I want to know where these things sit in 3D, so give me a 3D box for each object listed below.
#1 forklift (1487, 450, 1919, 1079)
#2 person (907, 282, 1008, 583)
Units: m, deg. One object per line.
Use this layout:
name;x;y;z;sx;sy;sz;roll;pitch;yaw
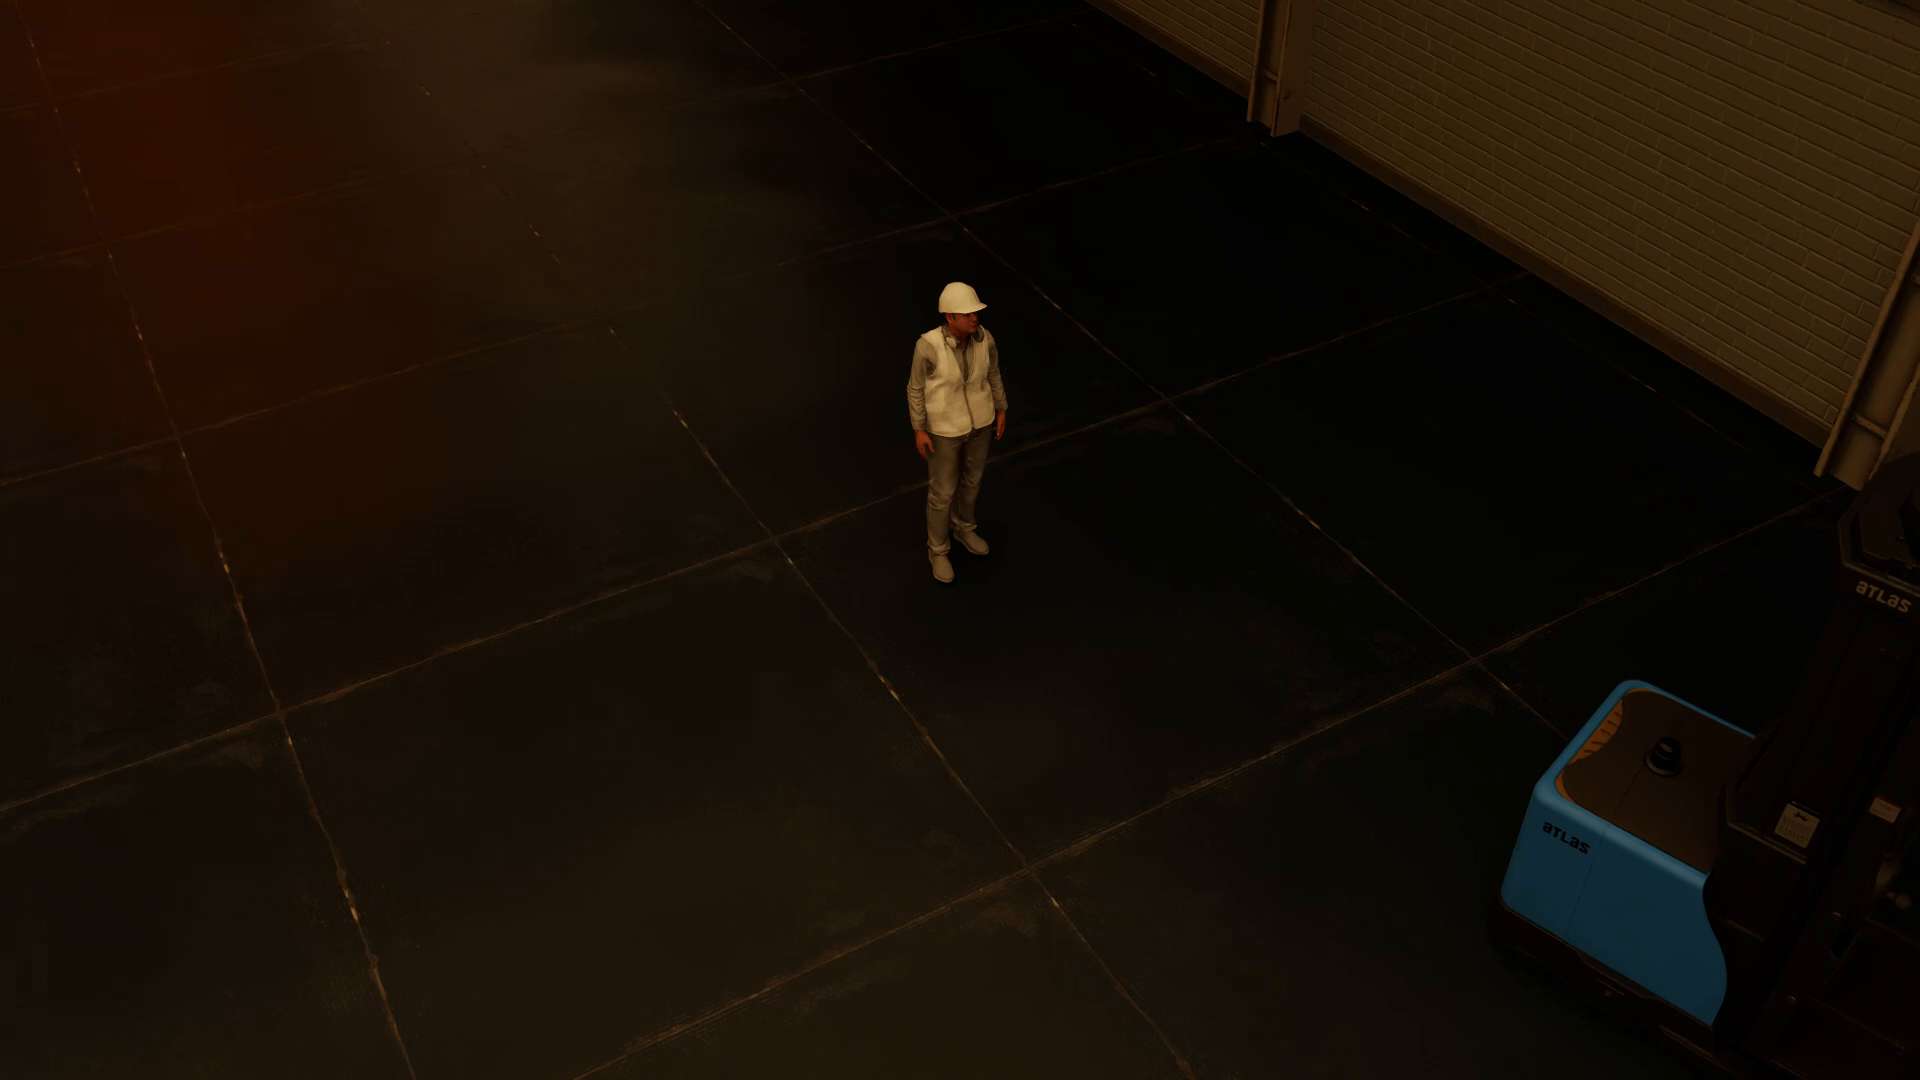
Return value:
forklift;3.965;1.190;6.602;3.031;2.935;1.130;30;48;31
person;0.024;-0.652;9.717;0.632;1.773;0.568;-20;44;-23
